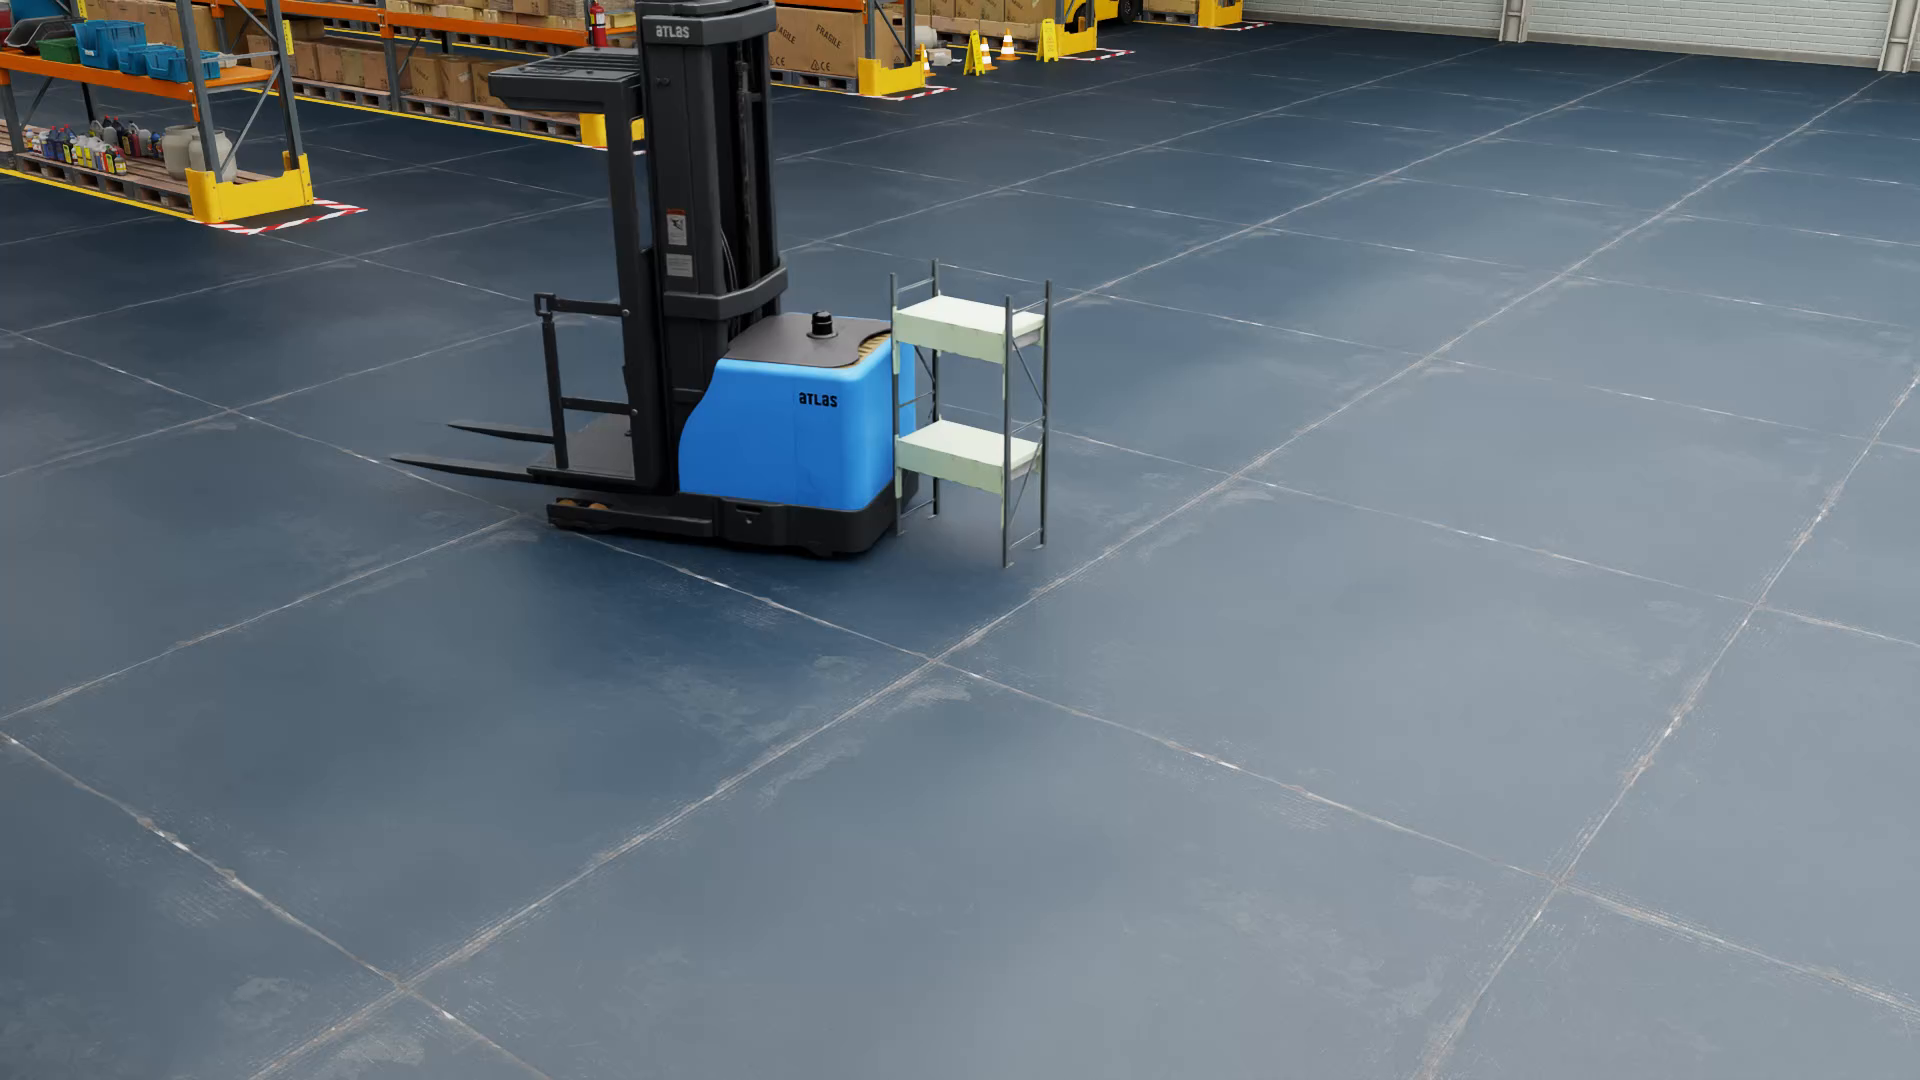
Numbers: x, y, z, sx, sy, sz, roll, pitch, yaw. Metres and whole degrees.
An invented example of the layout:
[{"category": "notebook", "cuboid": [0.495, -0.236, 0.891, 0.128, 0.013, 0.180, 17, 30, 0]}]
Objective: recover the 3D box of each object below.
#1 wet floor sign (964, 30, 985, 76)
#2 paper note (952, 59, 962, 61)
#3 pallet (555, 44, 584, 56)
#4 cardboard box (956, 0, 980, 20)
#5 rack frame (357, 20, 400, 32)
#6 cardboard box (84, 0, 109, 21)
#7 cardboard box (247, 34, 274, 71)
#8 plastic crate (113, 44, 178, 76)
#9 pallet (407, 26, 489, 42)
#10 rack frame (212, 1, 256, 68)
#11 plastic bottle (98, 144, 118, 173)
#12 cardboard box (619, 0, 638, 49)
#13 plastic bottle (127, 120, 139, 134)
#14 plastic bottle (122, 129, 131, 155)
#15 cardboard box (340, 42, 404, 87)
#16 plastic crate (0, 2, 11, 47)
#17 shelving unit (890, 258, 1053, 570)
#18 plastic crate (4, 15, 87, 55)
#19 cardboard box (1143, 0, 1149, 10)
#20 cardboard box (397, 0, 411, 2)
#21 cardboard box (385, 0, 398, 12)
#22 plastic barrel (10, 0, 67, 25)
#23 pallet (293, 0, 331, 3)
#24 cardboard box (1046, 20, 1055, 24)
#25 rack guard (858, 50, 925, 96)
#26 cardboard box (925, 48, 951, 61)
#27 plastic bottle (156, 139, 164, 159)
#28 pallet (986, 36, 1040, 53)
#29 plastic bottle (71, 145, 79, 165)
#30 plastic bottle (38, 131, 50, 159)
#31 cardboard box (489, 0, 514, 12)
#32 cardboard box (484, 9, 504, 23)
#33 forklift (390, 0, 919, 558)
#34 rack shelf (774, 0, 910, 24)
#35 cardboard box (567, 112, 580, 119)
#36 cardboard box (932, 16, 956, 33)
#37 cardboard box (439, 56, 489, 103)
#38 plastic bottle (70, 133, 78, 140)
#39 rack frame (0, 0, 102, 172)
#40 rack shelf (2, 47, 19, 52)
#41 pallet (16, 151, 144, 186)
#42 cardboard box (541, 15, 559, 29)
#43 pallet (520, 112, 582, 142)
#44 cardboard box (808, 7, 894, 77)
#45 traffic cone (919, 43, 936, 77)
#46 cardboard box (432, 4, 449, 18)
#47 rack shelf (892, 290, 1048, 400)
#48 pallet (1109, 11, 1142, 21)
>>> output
[{"category": "wet floor sign", "cuboid": [0.217, -7.416, 25.281, 0.232, 0.644, 0.267, 12, 26, 24]}, {"category": "paper note", "cuboid": [-0.056, -7.710, 26.712, 0.142, 0.019, 0.148, 7, 25, 15]}, {"category": "pallet", "cuboid": [-5.837, -8.010, 27.167, 1.213, 0.211, 1.003, 17, 29, 33]}, {"category": "cardboard box", "cuboid": [0.278, -9.119, 28.185, 0.500, 0.500, 0.500, 16, 28, 32]}, {"category": "rack frame", "cuboid": [-10.596, -10.763, 29.958, 0.127, 3.000, 1.000, 17, 29, 33]}, {"category": "cardboard box", "cuboid": [-13.127, -8.259, 26.388, 0.875, 0.875, 1.225, 17, 29, 33]}, {"category": "cardboard box", "cuboid": [-9.902, -7.122, 24.248, 0.500, 0.500, 0.700, 15, 28, 31]}, {"category": "plastic crate", "cuboid": [-8.116, -4.803, 16.615, 0.408, 0.251, 0.499, 17, 29, 33]}, {"category": "pallet", "cuboid": [-8.991, -9.004, 29.425, 1.213, 0.211, 1.003, 17, 29, 33]}, {"category": "rack frame", "cuboid": [-10.450, -8.220, 24.186, 0.127, 3.000, 1.000, 17, 29, 33]}, {"category": "plastic bottle", "cuboid": [-8.937, -4.015, 17.474, 0.135, 0.276, 0.152, 17, 29, 34]}, {"category": "cardboard box", "cuboid": [-4.745, -8.112, 26.211, 0.750, 0.750, 1.050, 17, 29, 33]}, {"category": "plastic bottle", "cuboid": [-9.120, -4.457, 18.384, 0.185, 0.351, 0.144, 17, 29, 33]}, {"category": "plastic bottle", "cuboid": [-9.161, -4.386, 18.309, 0.133, 0.283, 0.061, 17, 29, 33]}, {"category": "cardboard box", "cuboid": [-8.098, -6.587, 23.034, 0.500, 0.500, 0.700, 17, 29, 33]}, {"category": "plastic crate", "cuboid": [-10.791, -5.702, 18.393, 0.583, 0.464, 0.402, 17, 29, 33]}, {"category": "shelving unit", "cuboid": [0.056, -0.681, 8.936, 0.755, 1.500, 0.431, 16, 29, 32]}, {"category": "plastic crate", "cuboid": [-9.878, -5.459, 17.996, 0.504, 0.338, 0.767, 17, 29, 33]}, {"category": "cardboard box", "cuboid": [3.516, -10.278, 31.746, 0.500, 0.250, 0.500, 17, 29, 34]}, {"category": "cardboard box", "cuboid": [-6.927, -7.306, 21.618, 0.500, 0.500, 0.875, 17, 29, 33]}, {"category": "cardboard box", "cuboid": [-7.258, -6.989, 21.703, 0.250, 0.149, 0.380, 17, 29, 33]}, {"category": "plastic barrel", "cuboid": [-10.348, -6.075, 18.697, 0.708, 0.901, 0.600, 17, 29, 33]}, {"category": "pallet", "cuboid": [-8.842, -7.667, 23.168, 1.213, 0.211, 1.003, 17, 29, 33]}, {"category": "cardboard box", "cuboid": [1.415, -8.701, 28.167, 0.500, 0.250, 0.500, 17, 29, 33]}, {"category": "rack guard", "cuboid": [-0.974, -6.712, 23.863, 0.348, 0.500, 1.175, 17, 29, 33]}, {"category": "cardboard box", "cuboid": [-0.365, -7.843, 26.867, 0.380, 0.149, 0.250, -10, 26, -21]}, {"category": "plastic bottle", "cuboid": [-8.717, -4.278, 18.165, 0.097, 0.201, 0.097, 0, 24, 0]}, {"category": "pallet", "cuboid": [1.205, -8.433, 28.128, 1.213, 0.211, 1.003, 17, 29, 33]}, {"category": "plastic bottle", "cuboid": [-9.460, -4.125, 17.816, 0.097, 0.201, 0.097, 0, 24, 0]}, {"category": "plastic bottle", "cuboid": [-9.953, -4.322, 18.171, 0.135, 0.276, 0.152, 18, 30, 35]}, {"category": "cardboard box", "cuboid": [-5.319, -6.826, 20.530, 0.500, 0.500, 0.875, 17, 29, 33]}, {"category": "cardboard box", "cuboid": [-5.664, -6.502, 20.598, 0.250, 0.149, 0.380, 17, 29, 33]}, {"category": "forklift", "cuboid": [-1.817, -1.573, 9.185, 3.031, 2.935, 1.130, 7, 25, 15]}, {"category": "rack shelf", "cuboid": [-2.594, -8.016, 24.615, 4.000, 0.370, 1.077, 17, 29, 33]}, {"category": "cardboard box", "cuboid": [-4.539, -5.490, 20.570, 0.500, 0.500, 0.500, -20, 31, -38]}, {"category": "cardboard box", "cuboid": [-0.136, -8.901, 28.622, 0.500, 0.250, 0.500, 16, 29, 33]}, {"category": "cardboard box", "cuboid": [-6.491, -6.055, 21.852, 0.500, 0.500, 0.500, -16, 28, -31]}, {"category": "plastic bottle", "cuboid": [-9.635, -4.282, 18.087, 0.097, 0.271, 0.097, 0, 24, 0]}, {"category": "rack frame", "cuboid": [-10.220, -5.655, 18.364, 0.127, 3.000, 1.000, 17, 29, 33]}, {"category": "rack shelf", "cuboid": [-11.821, -5.809, 19.607, 4.000, 0.370, 1.077, 17, 29, 33]}, {"category": "pallet", "cuboid": [-9.708, -4.203, 18.527, 1.213, 0.211, 1.003, 17, 29, 33]}, {"category": "cardboard box", "cuboid": [-4.831, -6.277, 20.088, 0.250, 0.149, 0.380, 17, 29, 33]}, {"category": "pallet", "cuboid": [-4.739, -5.236, 20.871, 1.213, 0.211, 1.003, 17, 29, 33]}, {"category": "cardboard box", "cuboid": [-1.576, -7.224, 24.039, 0.875, 0.875, 0.875, 17, 29, 34]}, {"category": "traffic cone", "cuboid": [-0.567, -7.287, 25.215, 0.334, 0.463, 0.336, 17, 29, 33]}, {"category": "cardboard box", "cuboid": [-6.468, -6.741, 21.142, 0.250, 0.149, 0.380, 17, 29, 33]}, {"category": "rack shelf", "cuboid": [0.056, -1.038, 8.779, 0.720, 0.370, 0.431, 16, 29, 32]}, {"category": "pallet", "cuboid": [3.259, -10.276, 32.310, 1.213, 0.211, 1.003, 17, 29, 33]}]
